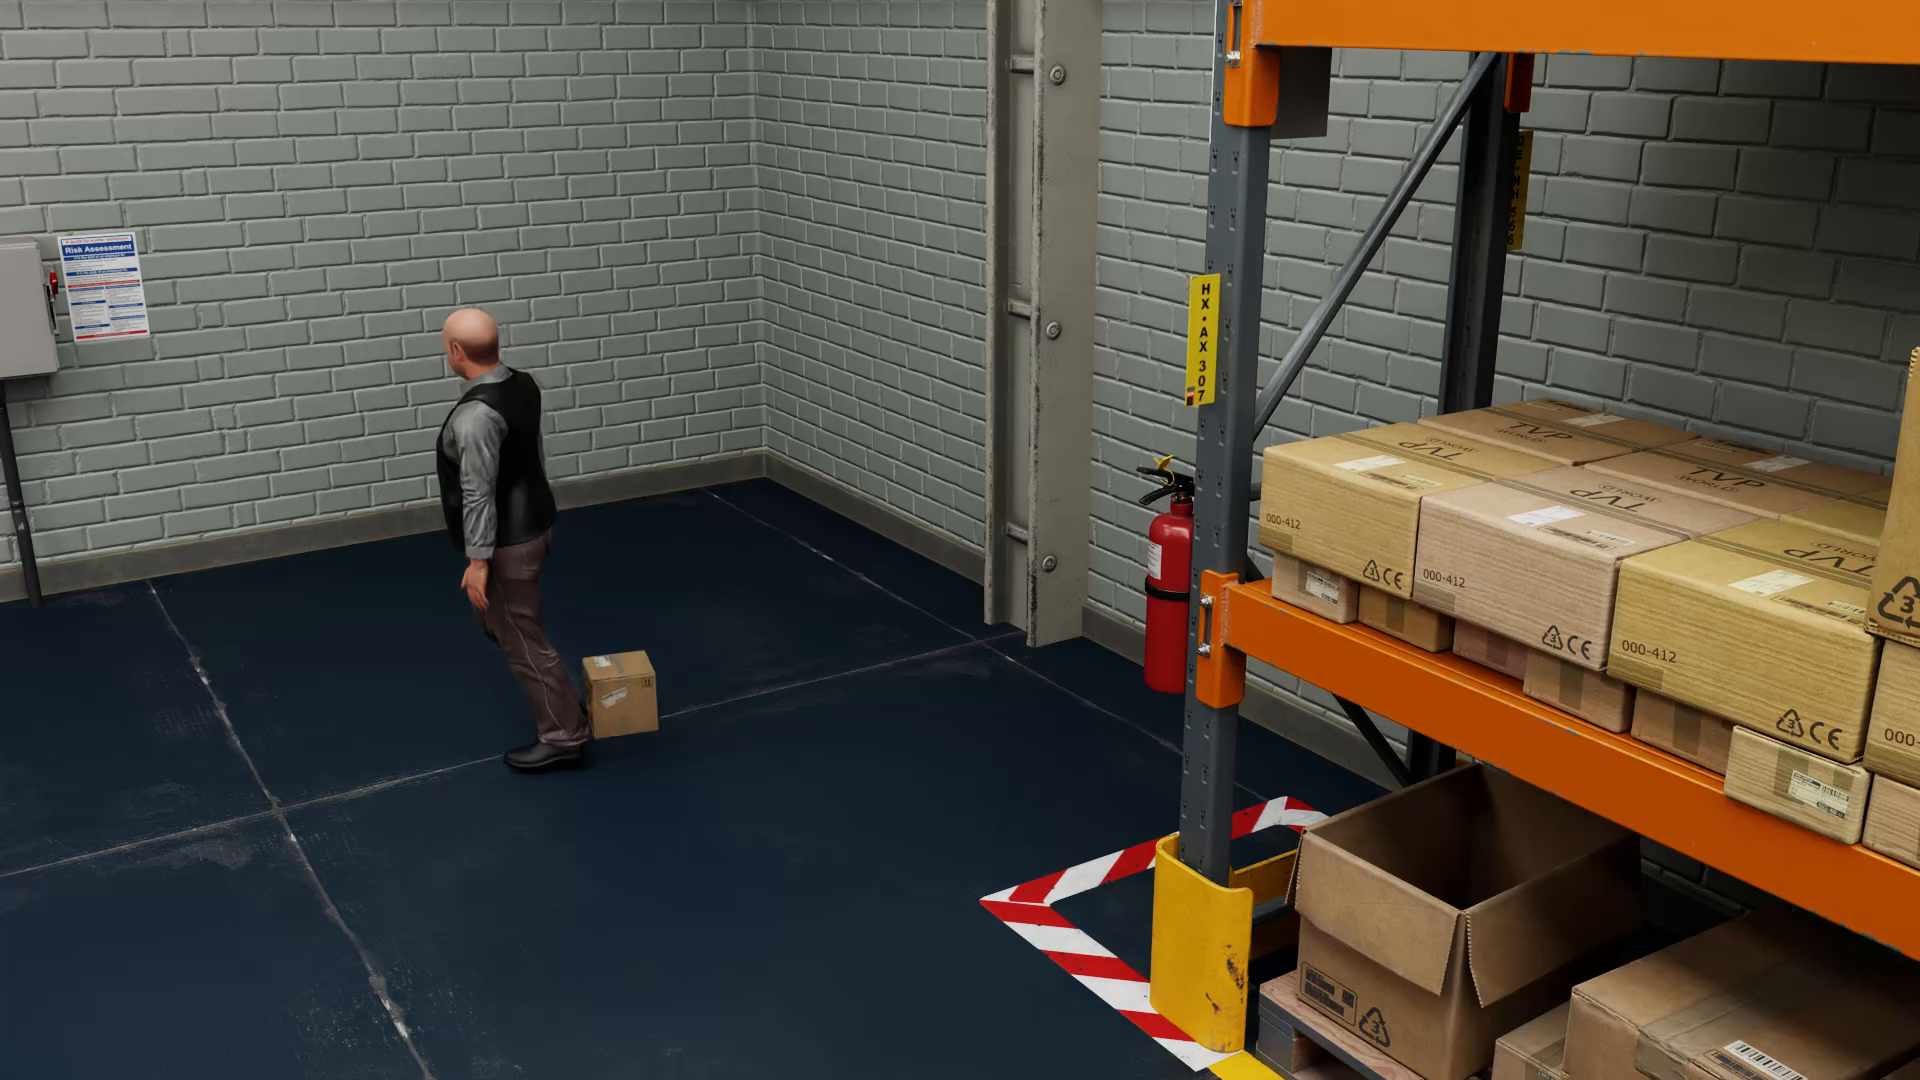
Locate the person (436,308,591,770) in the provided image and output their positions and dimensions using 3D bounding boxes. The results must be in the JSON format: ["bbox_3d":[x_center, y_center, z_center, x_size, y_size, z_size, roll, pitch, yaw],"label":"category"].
[{"bbox_3d":[-1.612,0.005,6.019,0.453,1.709,0.605,1,18,2],"label":"person"}]
